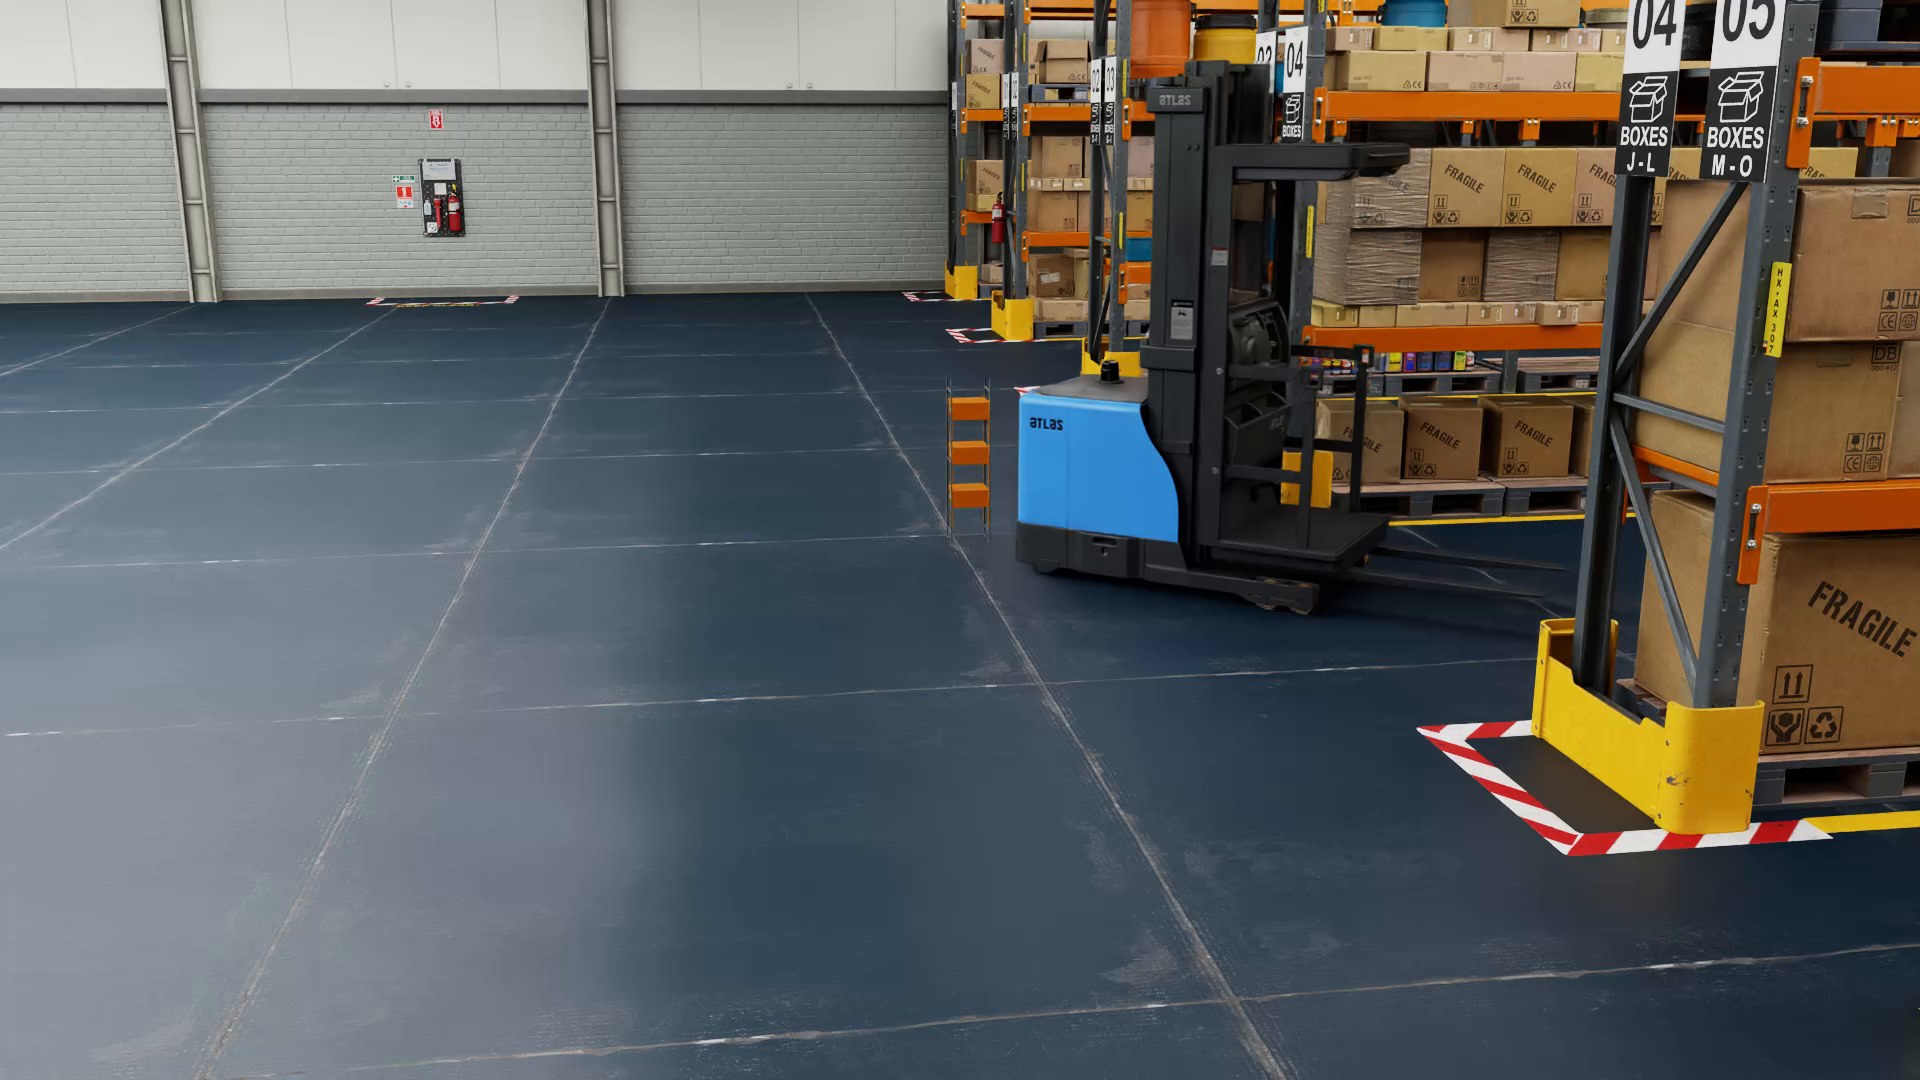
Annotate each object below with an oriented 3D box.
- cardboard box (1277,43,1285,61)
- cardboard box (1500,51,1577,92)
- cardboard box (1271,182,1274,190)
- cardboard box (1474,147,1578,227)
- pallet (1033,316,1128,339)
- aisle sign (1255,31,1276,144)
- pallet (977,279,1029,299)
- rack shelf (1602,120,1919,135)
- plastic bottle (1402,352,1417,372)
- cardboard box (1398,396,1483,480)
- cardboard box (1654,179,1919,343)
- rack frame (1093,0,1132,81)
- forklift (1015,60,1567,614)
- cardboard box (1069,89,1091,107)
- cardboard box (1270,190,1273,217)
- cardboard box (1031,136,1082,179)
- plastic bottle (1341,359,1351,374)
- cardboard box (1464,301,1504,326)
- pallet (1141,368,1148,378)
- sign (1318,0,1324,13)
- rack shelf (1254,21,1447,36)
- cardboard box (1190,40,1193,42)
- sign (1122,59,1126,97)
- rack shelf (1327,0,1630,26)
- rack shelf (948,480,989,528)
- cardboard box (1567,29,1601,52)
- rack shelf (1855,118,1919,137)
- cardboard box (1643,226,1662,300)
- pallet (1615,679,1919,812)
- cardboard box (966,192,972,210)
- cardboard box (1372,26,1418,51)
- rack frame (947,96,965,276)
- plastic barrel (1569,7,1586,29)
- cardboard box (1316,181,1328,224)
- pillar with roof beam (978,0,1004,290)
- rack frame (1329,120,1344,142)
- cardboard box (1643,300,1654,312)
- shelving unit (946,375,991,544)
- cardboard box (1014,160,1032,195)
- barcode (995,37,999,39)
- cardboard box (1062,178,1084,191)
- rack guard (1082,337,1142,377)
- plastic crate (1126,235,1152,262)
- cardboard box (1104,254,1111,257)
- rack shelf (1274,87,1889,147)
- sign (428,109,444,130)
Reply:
[{"bbox_3d":[4.101,-6.031,21.079,0.500,0.500,0.500,-1,14,-4],"label":"cardboard box"},{"bbox_3d":[3.669,-3.057,10.887,0.500,0.250,0.500,-2,14,-9],"label":"cardboard box"},{"bbox_3d":[3.898,-4.494,20.934,0.250,0.149,0.380,-3,14,-10],"label":"cardboard box"},{"bbox_3d":[3.729,-2.349,11.051,0.500,0.500,0.500,-2,14,-8],"label":"cardboard box"},{"bbox_3d":[1.433,-2.751,21.256,1.213,0.211,1.003,-2,14,-8],"label":"pallet"},{"bbox_3d":[2.049,-3.013,11.227,0.004,0.787,0.394,-2,14,-8],"label":"aisle sign"},{"bbox_3d":[0.825,-3.928,25.951,1.213,0.211,1.003,-2,14,-8],"label":"pallet"},{"bbox_3d":[10.571,-5.534,21.934,4.000,0.370,1.077,-2,14,-8],"label":"rack shelf"},{"bbox_3d":[4.434,-1.799,16.409,0.133,0.283,0.061,-1,14,-5],"label":"plastic bottle"},{"bbox_3d":[3.361,-0.722,11.711,0.500,0.500,0.500,2,14,6],"label":"cardboard box"},{"bbox_3d":[3.167,-1.086,6.359,0.550,0.550,0.875,-2,14,-8],"label":"cardboard box"},{"bbox_3d":[1.417,-5.784,15.285,0.127,3.000,1.000,-2,14,-8],"label":"rack frame"},{"bbox_3d":[1.873,-1.162,9.330,3.031,2.935,1.130,8,16,28],"label":"forklift"},{"bbox_3d":[1.885,-6.777,25.166,0.500,0.500,0.500,-1,14,-5],"label":"cardboard box"},{"bbox_3d":[3.680,-4.221,21.179,0.500,0.500,0.700,-2,14,-9],"label":"cardboard box"},{"bbox_3d":[1.199,-4.759,20.659,0.500,0.500,0.700,-2,14,-8],"label":"cardboard box"},{"bbox_3d":[3.792,-1.740,16.343,0.097,0.201,0.097,0,14,0],"label":"plastic bottle"},{"bbox_3d":[3.464,-1.545,11.232,0.250,0.149,0.380,-2,14,-8],"label":"cardboard box"},{"bbox_3d":[2.289,-1.564,16.522,1.213,0.211,1.003,-2,14,-8],"label":"pallet"},{"bbox_3d":[2.236,-3.431,10.273,0.005,0.325,0.100,-2,14,-8],"label":"sign"},{"bbox_3d":[5.874,-7.841,25.790,4.000,0.370,1.077,-2,14,-8],"label":"rack shelf"},{"bbox_3d":[3.442,-7.317,25.261,0.500,0.500,0.500,-3,14,-13],"label":"cardboard box"},{"bbox_3d":[1.495,-4.201,15.120,0.005,0.325,0.100,-2,14,-8],"label":"sign"},{"bbox_3d":[6.616,-6.650,21.040,4.000,0.370,1.077,-2,14,-8],"label":"rack shelf"},{"bbox_3d":[0.053,-0.231,10.672,0.240,0.259,0.215,-2,14,-8],"label":"rack shelf"},{"bbox_3d":[3.993,-3.272,10.923,0.250,0.149,0.380,-2,14,-9],"label":"cardboard box"},{"bbox_3d":[11.306,-4.342,17.182,4.000,0.370,1.077,-2,14,-8],"label":"rack shelf"},{"bbox_3d":[4.677,-1.967,11.581,0.500,0.500,0.875,-2,14,-8],"label":"cardboard box"},{"bbox_3d":[3.573,0.819,7.022,1.213,0.211,1.003,-2,14,-8],"label":"pallet"},{"bbox_3d":[0.375,-5.257,25.786,0.500,0.250,0.500,-2,14,-7],"label":"cardboard box"},{"bbox_3d":[2.733,-3.199,10.632,0.250,0.149,0.380,-2,14,-7],"label":"cardboard box"},{"bbox_3d":[-0.059,-5.257,25.517,0.127,3.000,1.000,-2,14,-8],"label":"rack frame"},{"bbox_3d":[5.843,-4.788,16.449,0.708,0.901,0.600,-2,14,-8],"label":"plastic barrel"},{"bbox_3d":[2.662,-2.440,11.411,0.500,0.500,0.500,-2,14,-8],"label":"cardboard box"},{"bbox_3d":[1.146,-7.365,21.589,0.400,9.000,9.100,-2,14,-8],"label":"pillar with roof beam"},{"bbox_3d":[4.638,-4.210,21.344,0.127,3.000,1.000,-2,14,-8],"label":"rack frame"},{"bbox_3d":[4.698,-1.594,11.427,0.250,0.149,0.380,-2,14,-8],"label":"cardboard box"},{"bbox_3d":[0.053,-0.511,10.602,0.252,1.050,0.215,-2,14,-8],"label":"shelving unit"},{"bbox_3d":[0.948,-5.518,25.284,0.500,0.500,0.500,-2,14,-8],"label":"cardboard box"},{"bbox_3d":[0.569,-7.682,25.527,0.075,0.075,0.001,-2,14,-8],"label":"barcode"},{"bbox_3d":[1.364,-4.401,20.566,0.250,0.149,0.380,-2,14,-10],"label":"cardboard box"},{"bbox_3d":[1.485,-1.675,16.375,0.348,0.500,1.175,-2,14,-8],"label":"rack guard"},{"bbox_3d":[1.868,-2.892,16.392,0.616,0.251,0.499,-2,14,-8],"label":"plastic crate"},{"bbox_3d":[2.156,-3.430,21.480,0.500,0.500,0.500,-2,14,-8],"label":"cardboard box"},{"bbox_3d":[4.133,-2.861,11.276,4.000,0.370,1.077,-2,14,-8],"label":"rack shelf"},{"bbox_3d":[-7.901,-6.341,25.073,0.199,0.298,0.001,-2,14,-8],"label":"sign"}]
